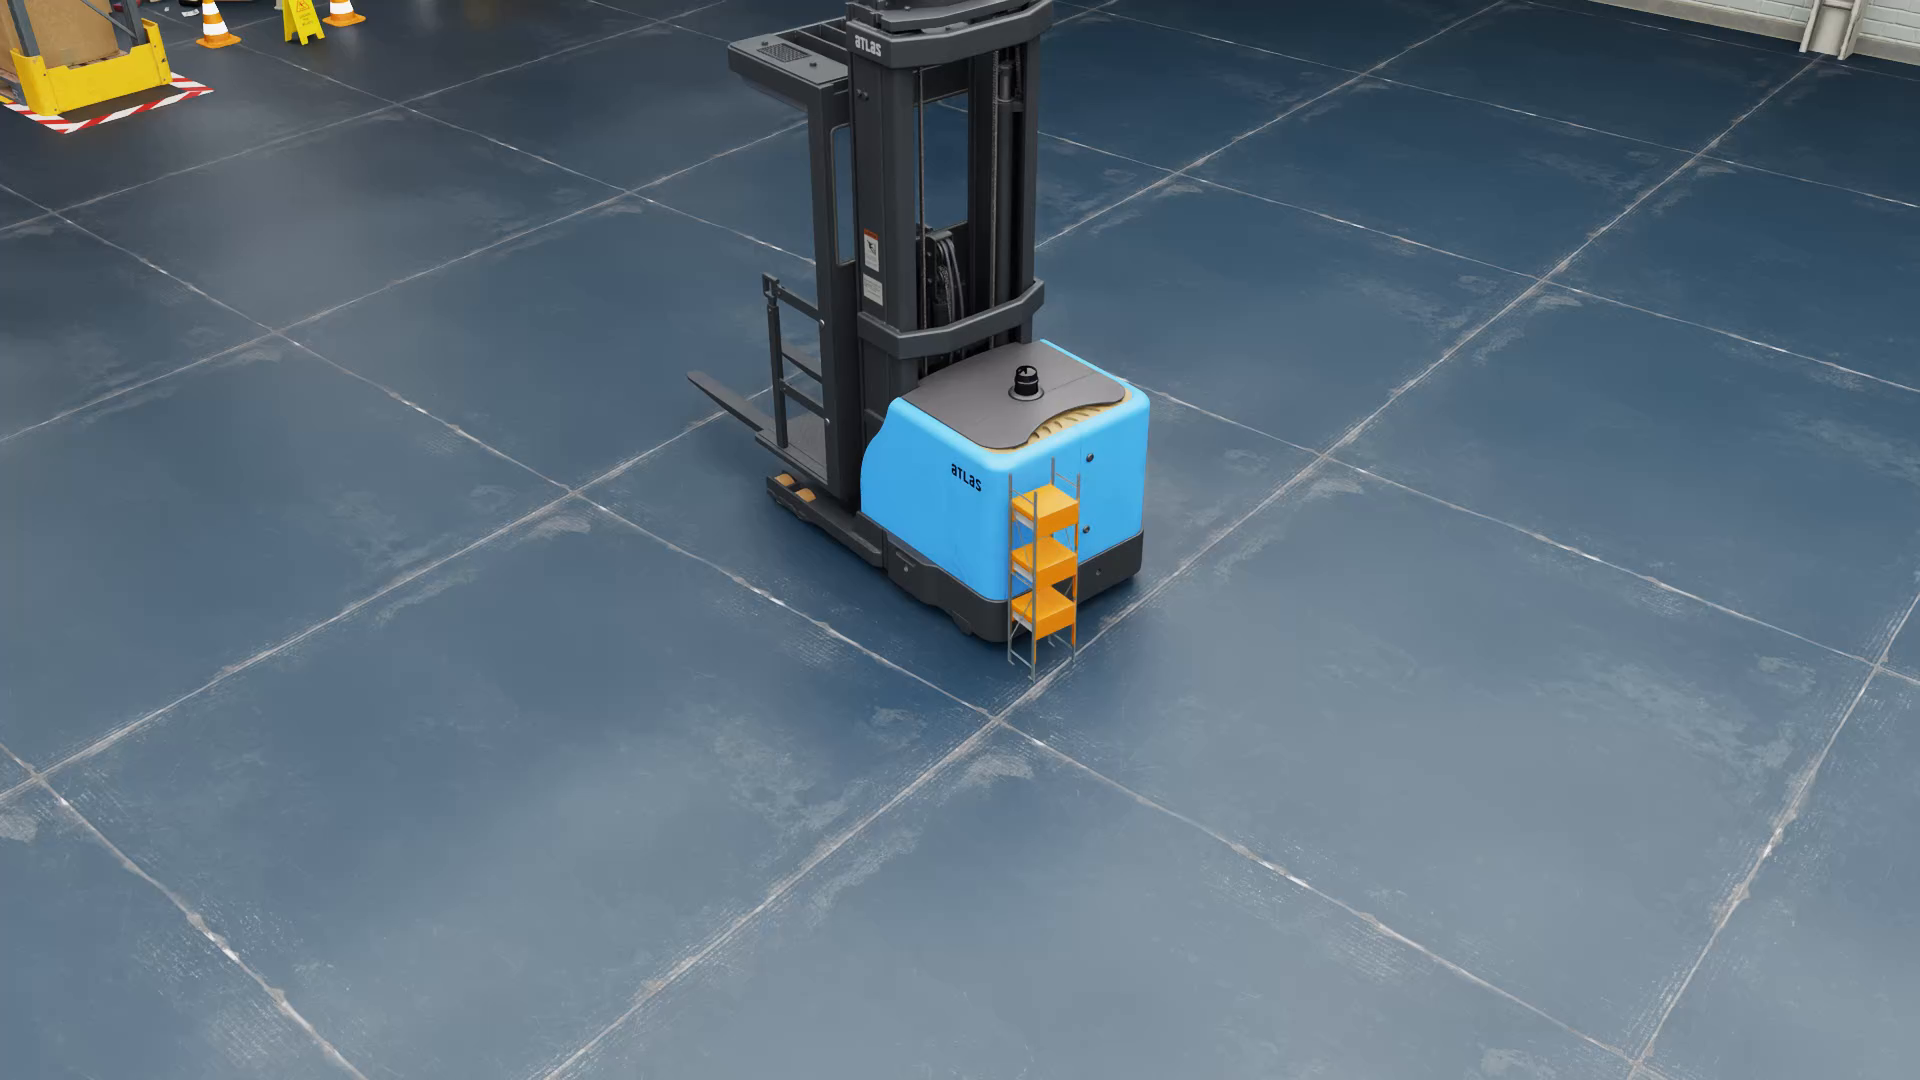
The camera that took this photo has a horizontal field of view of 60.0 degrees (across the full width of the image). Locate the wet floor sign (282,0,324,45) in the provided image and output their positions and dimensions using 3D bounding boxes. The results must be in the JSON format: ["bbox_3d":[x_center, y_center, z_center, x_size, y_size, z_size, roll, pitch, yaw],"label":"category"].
[{"bbox_3d":[-6.197,-5.004,15.548,0.232,0.644,0.267,18,38,24],"label":"wet floor sign"}]

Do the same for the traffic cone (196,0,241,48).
[{"bbox_3d":[-6.985,-4.888,15.540,0.334,0.463,0.336,25,42,32],"label":"traffic cone"}]

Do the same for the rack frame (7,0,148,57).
[{"bbox_3d":[-7.486,-5.123,13.643,0.127,3.000,1.000,25,42,32],"label":"rack frame"}]

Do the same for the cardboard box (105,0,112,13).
[{"bbox_3d":[-8.710,-5.427,16.291,0.500,0.500,0.500,-26,42,-32],"label":"cardboard box"}]

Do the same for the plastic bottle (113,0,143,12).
[{"bbox_3d":[-8.266,-5.328,16.536,0.133,0.061,0.283,12,36,16],"label":"plastic bottle"}]

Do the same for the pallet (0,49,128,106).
[{"bbox_3d":[-8.150,-4.229,14.804,1.213,0.211,1.003,25,42,32],"label":"pallet"}]

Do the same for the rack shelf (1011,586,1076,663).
[{"bbox_3d":[0.387,0.385,7.849,0.240,0.259,0.215,-22,39,-29],"label":"rack shelf"}]

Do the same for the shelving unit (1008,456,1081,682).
[{"bbox_3d":[0.383,0.145,7.690,0.252,1.050,0.215,-22,39,-29],"label":"shelving unit"}]

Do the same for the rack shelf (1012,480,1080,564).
[{"bbox_3d":[0.380,-0.083,7.539,0.240,0.259,0.215,-22,39,-29],"label":"rack shelf"}]

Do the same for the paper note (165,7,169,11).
[{"bbox_3d":[-7.864,-5.262,16.486,0.032,0.001,0.123,-12,36,-17],"label":"paper note"}]

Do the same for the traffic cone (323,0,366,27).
[{"bbox_3d":[-6.001,-5.256,16.077,0.334,0.463,0.336,25,42,32],"label":"traffic cone"}]

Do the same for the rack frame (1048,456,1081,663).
[{"bbox_3d":[0.482,0.104,7.749,0.008,1.050,0.200,-22,39,-29],"label":"rack frame"}]

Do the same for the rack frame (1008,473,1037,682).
[{"bbox_3d":[0.284,0.185,7.631,0.008,1.050,0.200,-22,39,-29],"label":"rack frame"}]

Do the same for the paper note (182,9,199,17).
[{"bbox_3d":[-7.573,-5.190,16.364,0.144,0.017,0.142,-18,38,-25],"label":"paper note"}]

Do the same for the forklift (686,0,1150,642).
[{"bbox_3d":[-0.403,-1.481,8.399,1.130,2.935,3.031,-25,42,-32],"label":"forklift"}]

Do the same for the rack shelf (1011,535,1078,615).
[{"bbox_3d":[0.383,0.153,7.696,0.240,0.259,0.215,-22,39,-29],"label":"rack shelf"}]

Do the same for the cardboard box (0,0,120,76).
[{"bbox_3d":[-8.049,-4.637,14.441,0.875,0.875,0.875,26,42,32],"label":"cardboard box"}]

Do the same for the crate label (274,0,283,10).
[{"bbox_3d":[-6.645,-5.380,16.545,0.298,0.136,0.250,6,35,8],"label":"crate label"}]

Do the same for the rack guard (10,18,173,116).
[{"bbox_3d":[-7.467,-4.084,14.337,0.348,0.500,1.175,25,42,32],"label":"rack guard"}]

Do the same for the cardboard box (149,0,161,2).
[{"bbox_3d":[-8.061,-5.624,16.786,0.396,0.266,0.258,-26,42,-32],"label":"cardboard box"}]

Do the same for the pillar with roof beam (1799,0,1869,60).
[{"bbox_3d":[5.286,-6.372,10.162,0.400,9.000,9.100,25,42,32],"label":"pillar with roof beam"}]

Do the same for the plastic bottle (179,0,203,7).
[{"bbox_3d":[-7.704,-5.386,16.621,0.283,0.061,0.133,12,36,16],"label":"plastic bottle"}]
